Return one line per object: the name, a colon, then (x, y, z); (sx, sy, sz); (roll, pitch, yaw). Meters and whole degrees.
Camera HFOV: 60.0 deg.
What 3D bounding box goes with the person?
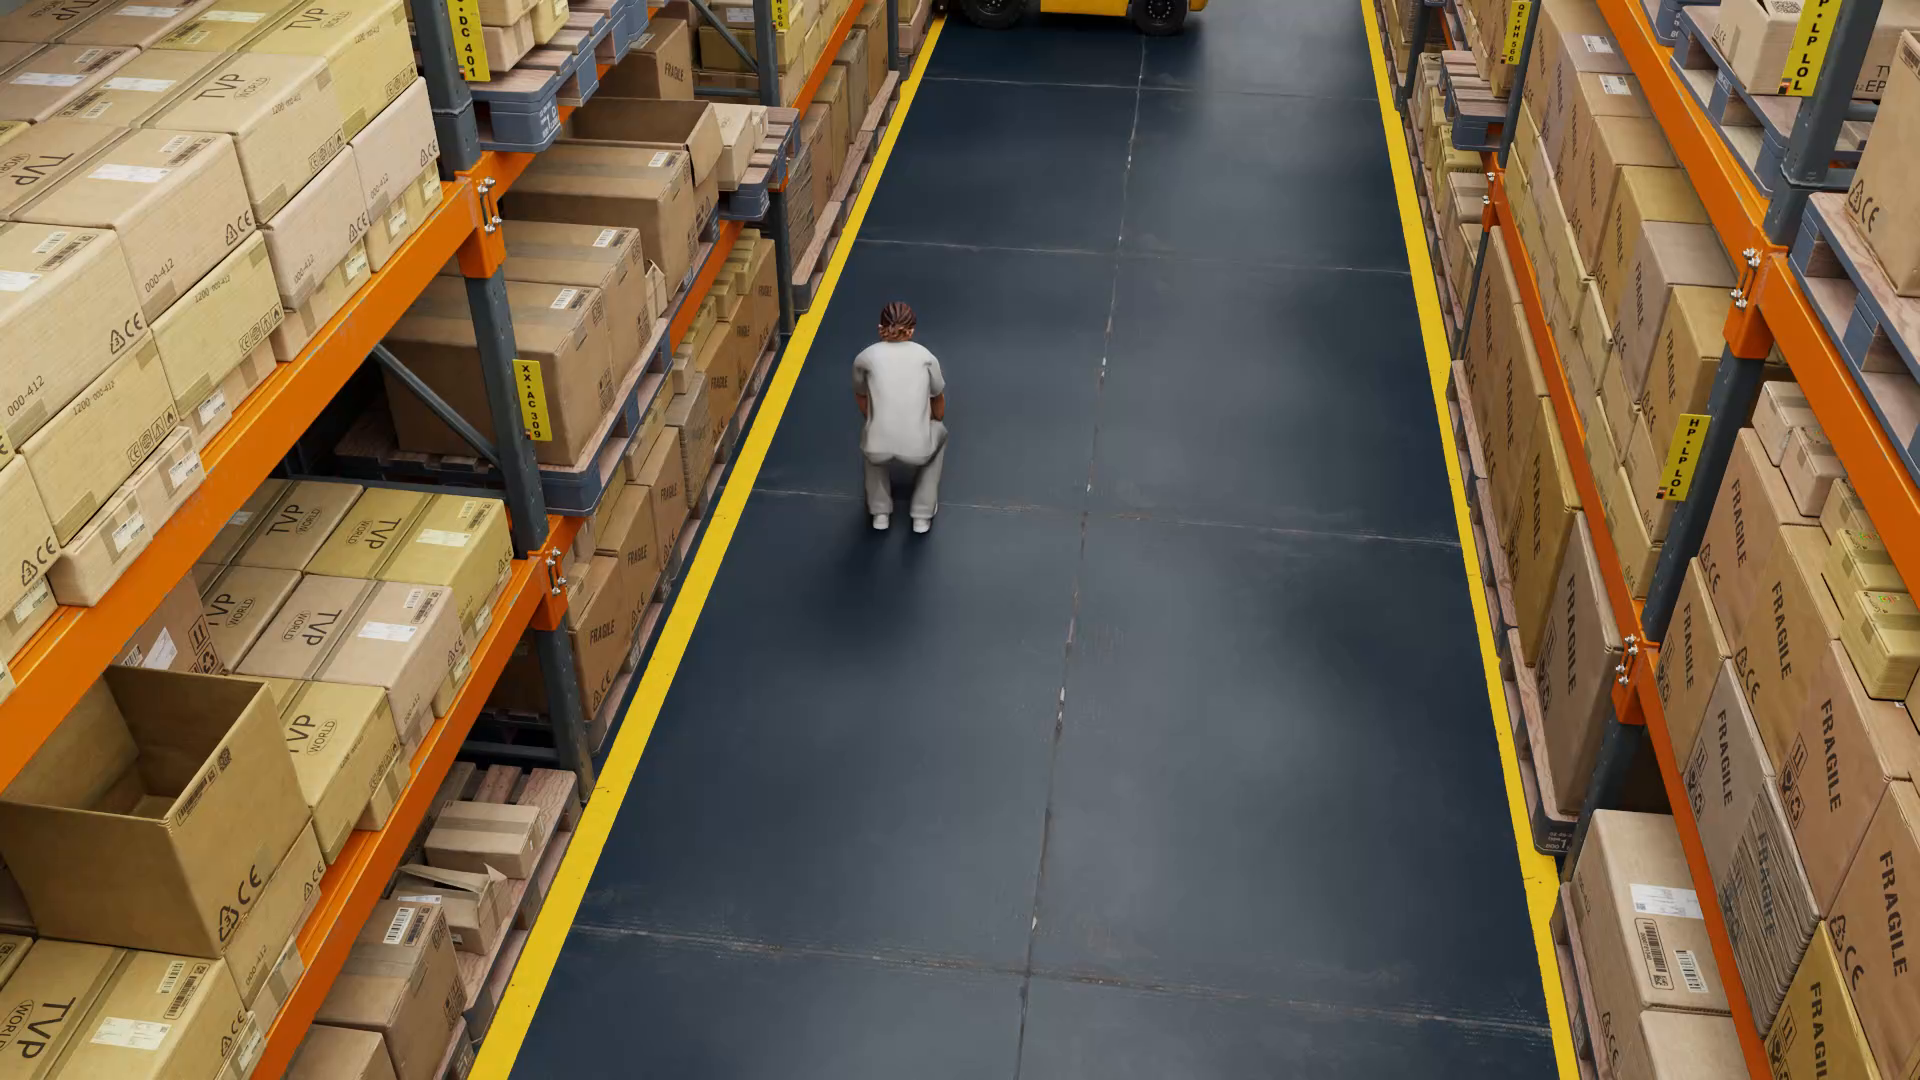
person: (-0.315, -0.586, 8.405); (0.488, 1.009, 0.771); (3, 36, 5)
